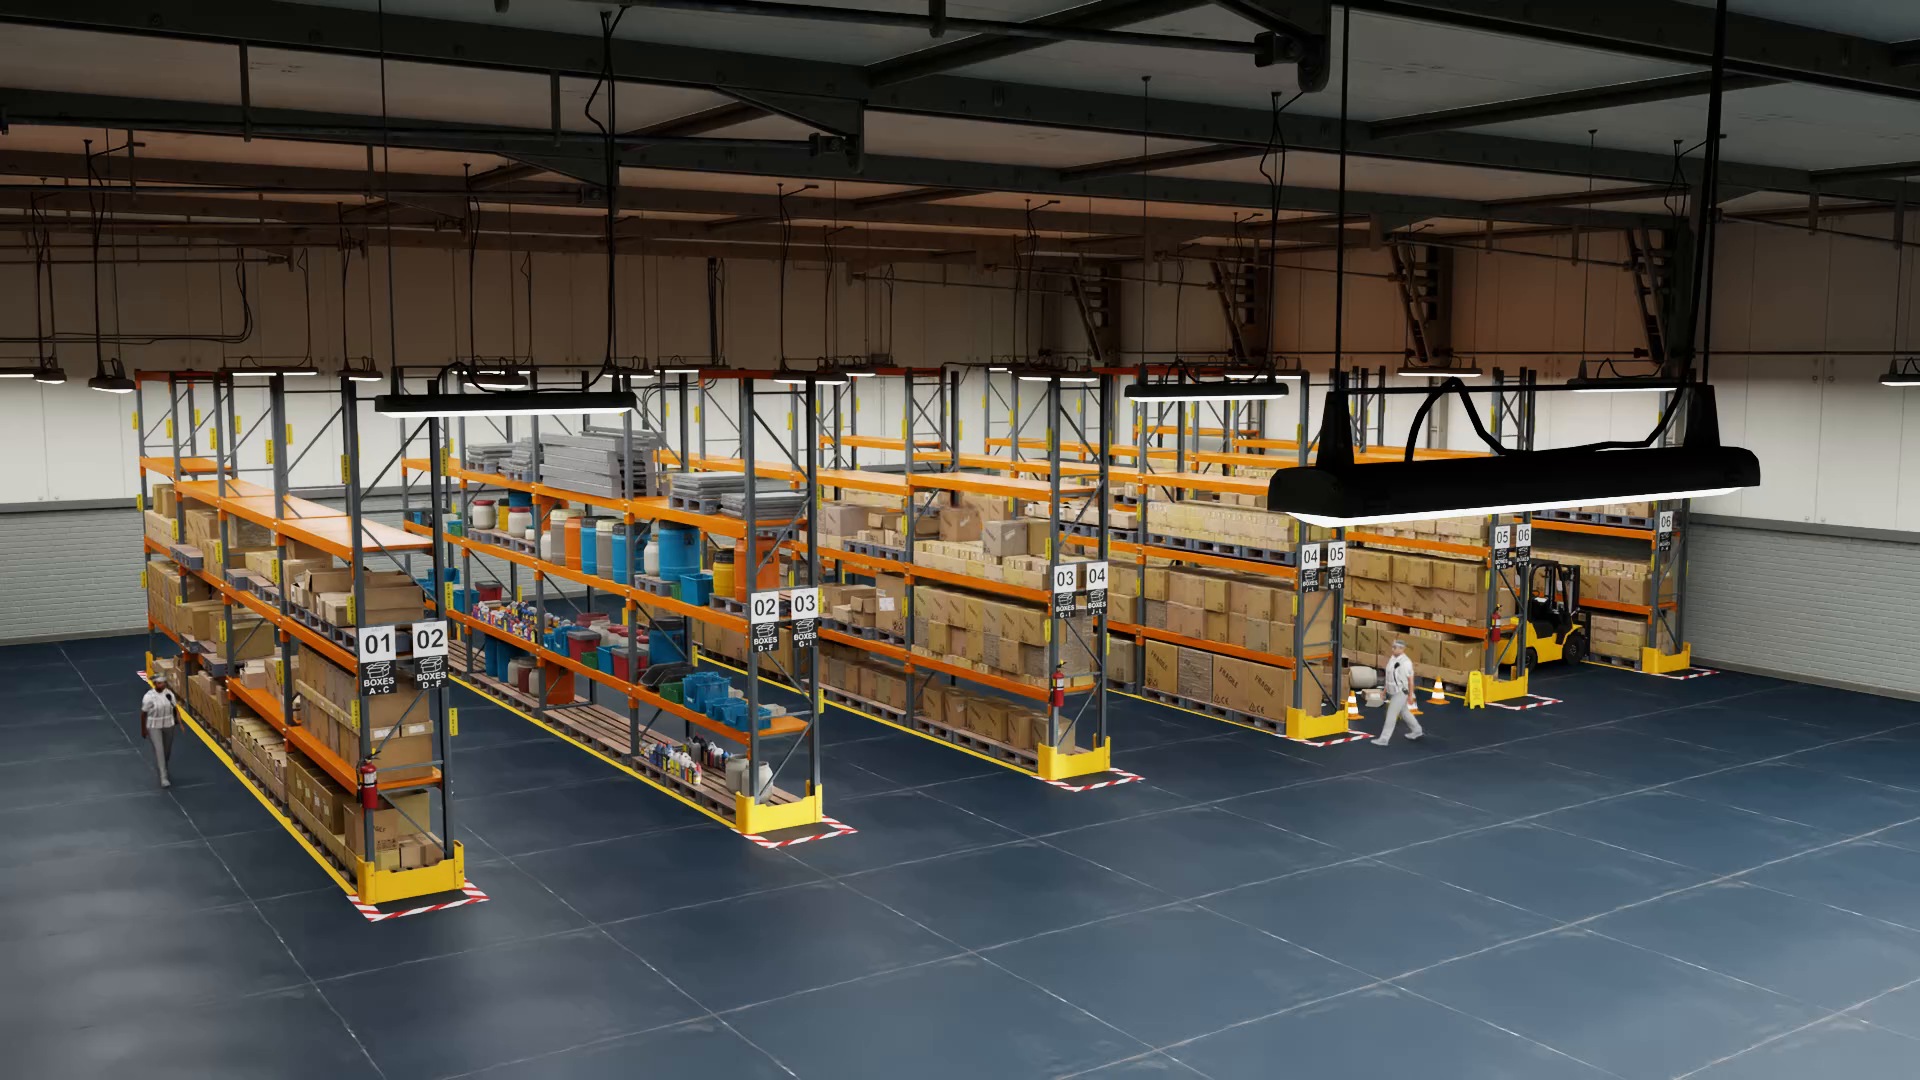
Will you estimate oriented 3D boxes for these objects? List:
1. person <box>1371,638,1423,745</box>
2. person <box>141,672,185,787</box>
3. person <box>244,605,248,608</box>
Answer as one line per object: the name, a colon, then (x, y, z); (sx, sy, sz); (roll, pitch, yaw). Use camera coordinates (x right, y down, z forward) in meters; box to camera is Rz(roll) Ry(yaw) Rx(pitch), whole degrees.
person: (7.083, 2.437, 26.878); (1.086, 1.718, 0.545); (-2, 7, -18)
person: (-11.754, 2.741, 24.507); (0.552, 1.627, 1.021); (-5, 8, -36)
person: (-14.534, 1.653, 34.146); (0.493, 1.632, 0.872); (-5, 8, -36)
